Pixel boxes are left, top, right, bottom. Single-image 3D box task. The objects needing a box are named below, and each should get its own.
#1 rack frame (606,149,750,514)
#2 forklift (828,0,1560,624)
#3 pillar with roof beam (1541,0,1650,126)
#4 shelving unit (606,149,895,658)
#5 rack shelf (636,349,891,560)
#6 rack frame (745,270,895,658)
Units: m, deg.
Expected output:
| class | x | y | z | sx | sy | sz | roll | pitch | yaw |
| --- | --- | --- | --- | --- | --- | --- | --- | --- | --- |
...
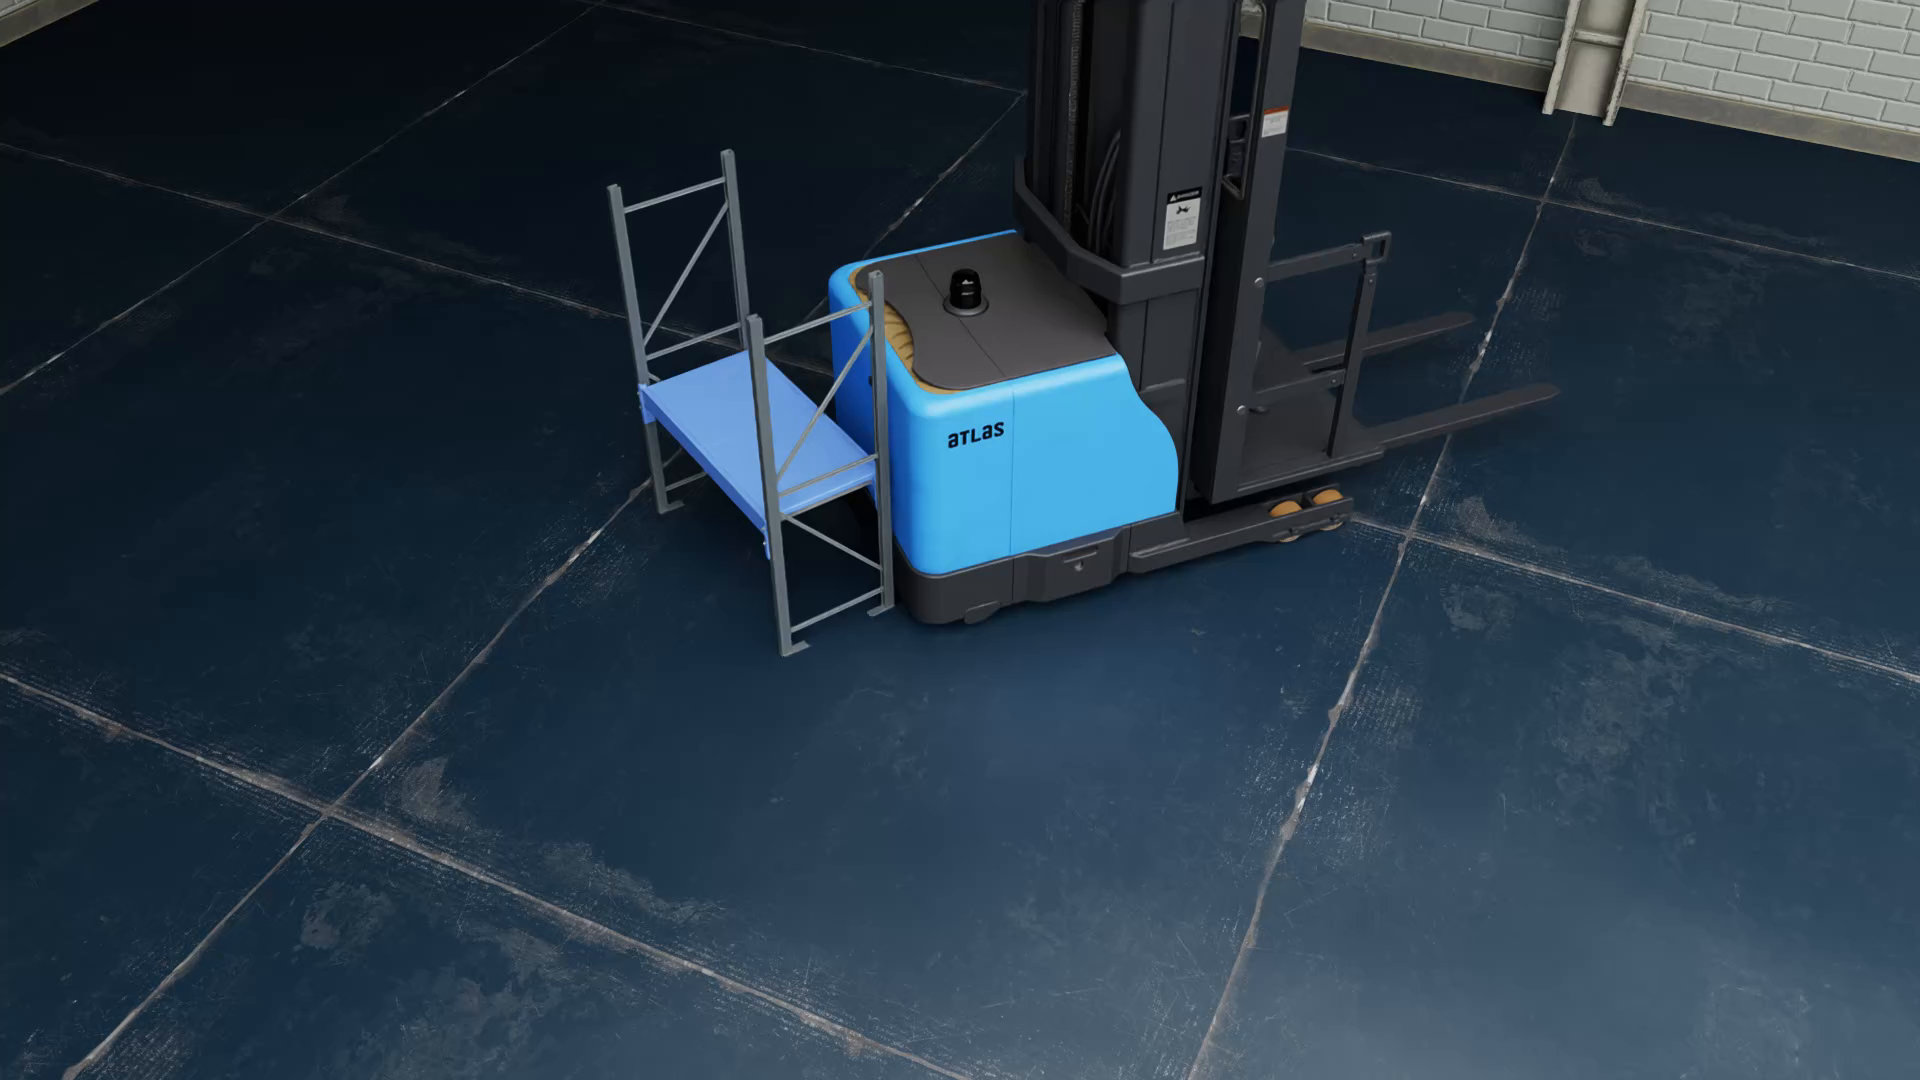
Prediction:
| class | x | y | z | sx | sy | sz | roll | pitch | yaw |
| --- | --- | --- | --- | --- | --- | --- | --- | --- | --- |
| rack frame | -1.043 | -0.773 | 6.496 | 0.500 | 1.500 | 0.032 | -24 | 46 | -25 |
| forklift | 1.054 | -1.405 | 6.133 | 3.031 | 2.935 | 1.130 | -15 | 43 | -17 |
| pillar with roof beam | 1.779 | -3.347 | 3.742 | 0.400 | 9.000 | 9.100 | 17 | 44 | 19 |
| shelving unit | -0.755 | -0.498 | 6.180 | 0.538 | 1.500 | 1.048 | -24 | 46 | -25 |
| rack shelf | -0.755 | -0.362 | 6.298 | 0.538 | 0.185 | 1.000 | -24 | 46 | -25 |
| rack frame | -0.467 | -0.224 | 5.863 | 0.500 | 1.500 | 0.032 | -24 | 46 | -25 |
